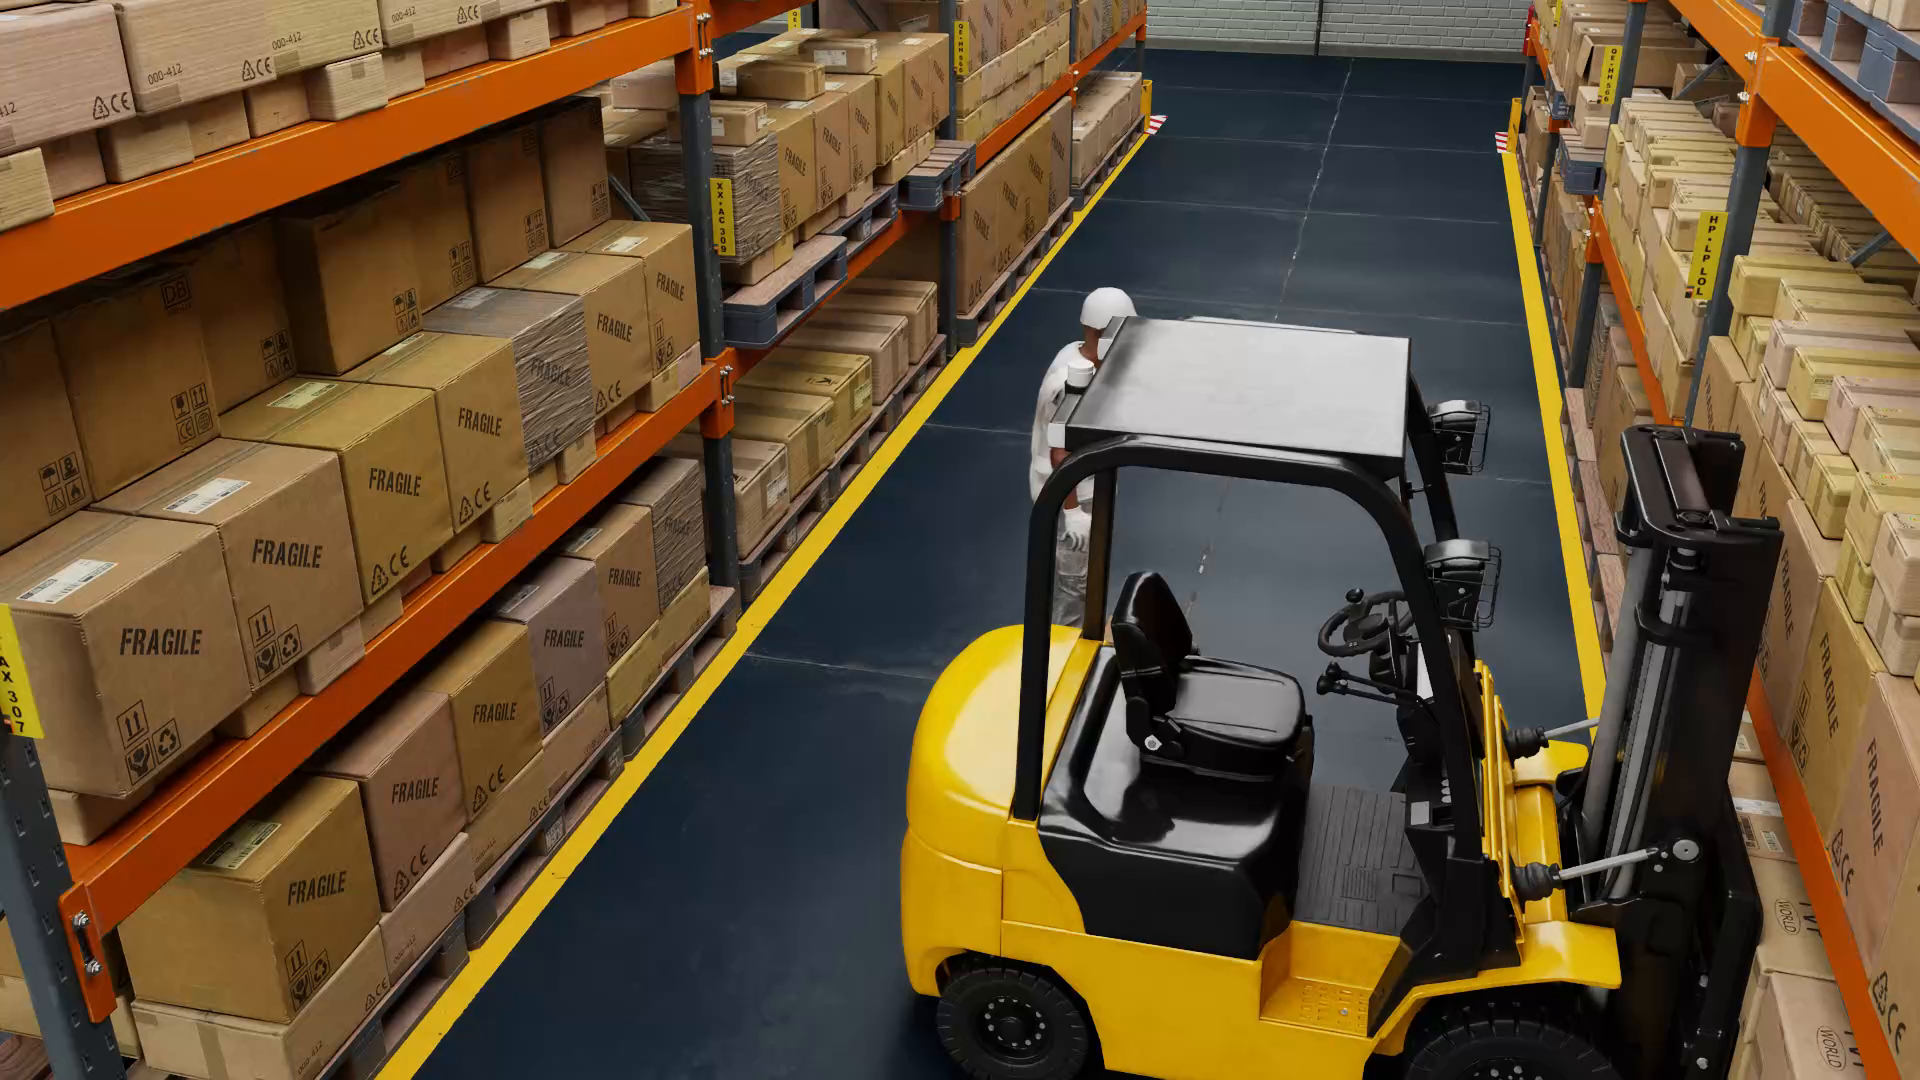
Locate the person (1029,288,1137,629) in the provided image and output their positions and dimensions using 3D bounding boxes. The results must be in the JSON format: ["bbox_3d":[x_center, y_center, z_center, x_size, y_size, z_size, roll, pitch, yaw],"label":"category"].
[{"bbox_3d":[0.526,-0.196,7.013,0.450,1.774,0.617,6,26,13],"label":"person"}]
